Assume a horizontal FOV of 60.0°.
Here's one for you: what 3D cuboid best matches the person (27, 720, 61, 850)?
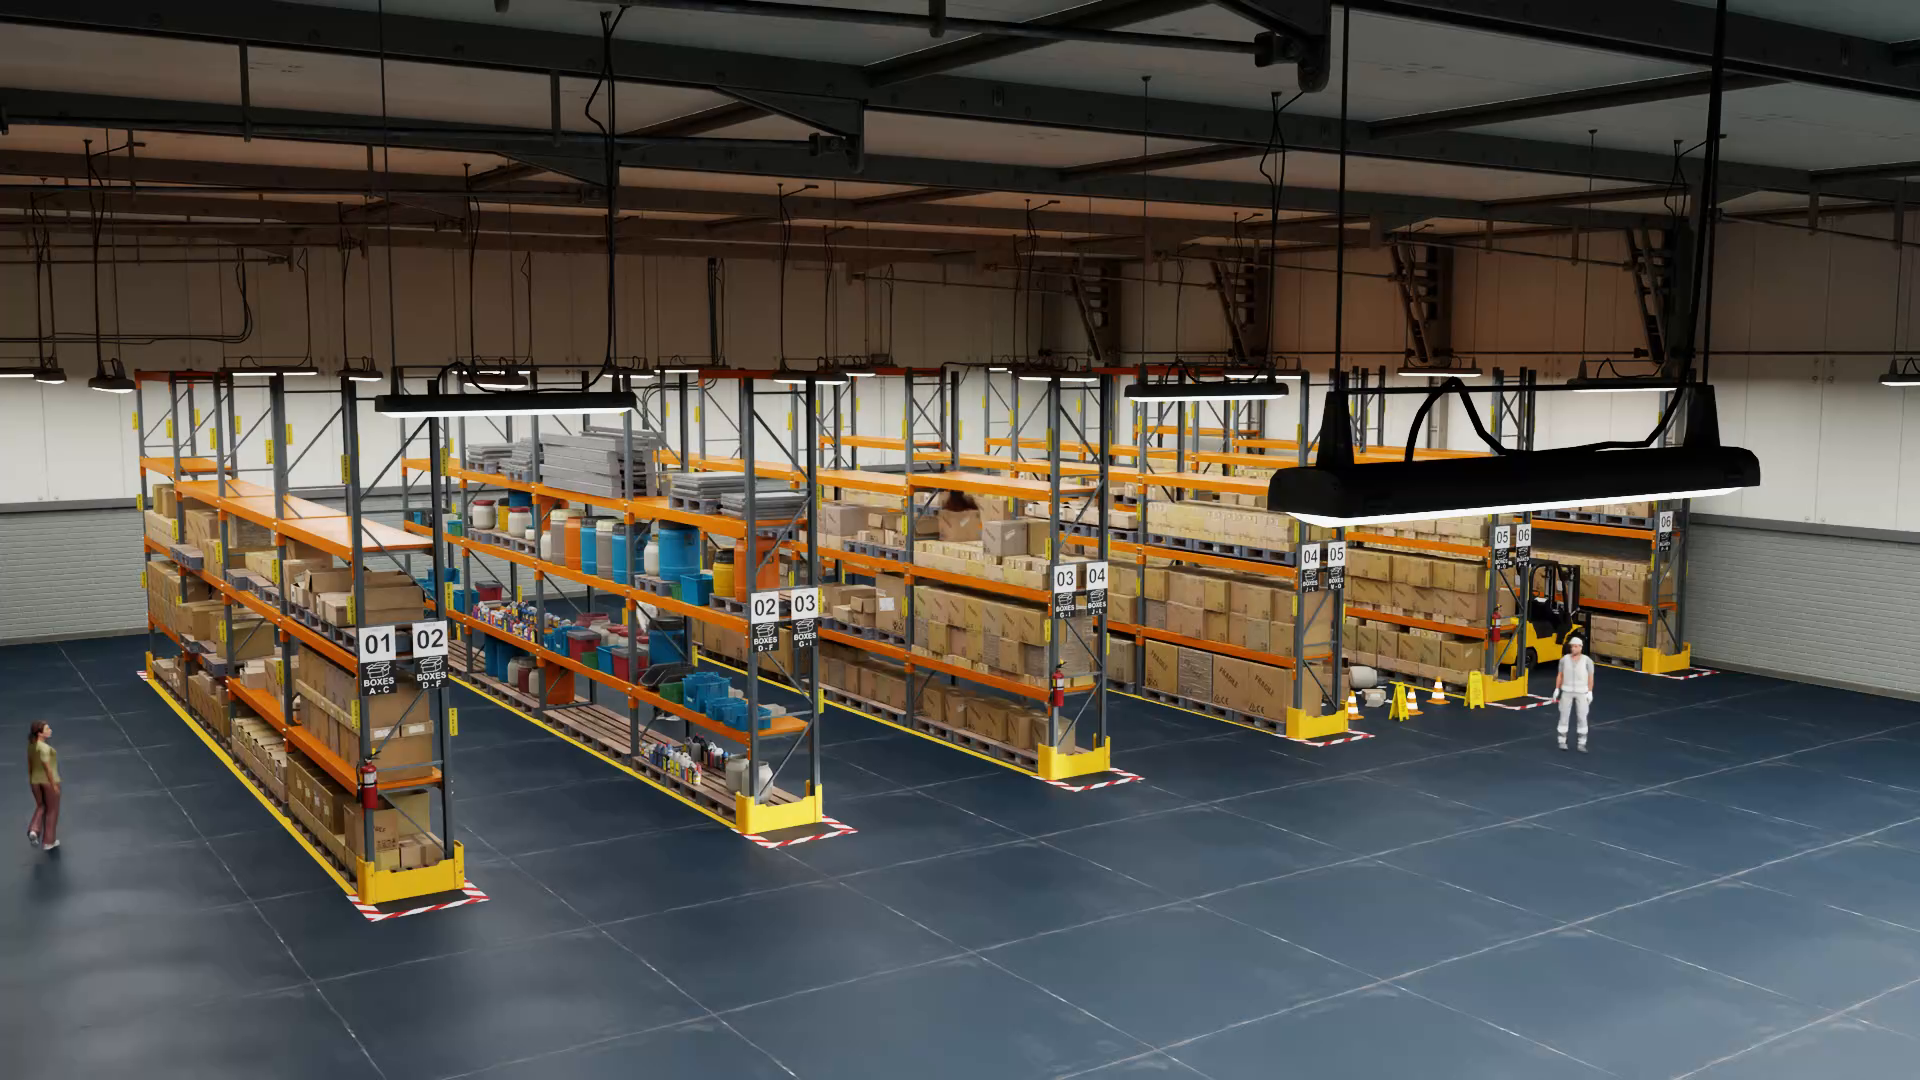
[{"bbox_3d":[-11.656,3.110,21.121,0.447,1.664,0.484,1,6,5],"label":"person"}]

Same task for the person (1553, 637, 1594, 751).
[{"bbox_3d":[9.771,2.443,26.503,0.597,1.795,0.392,2,7,20],"label":"person"}]

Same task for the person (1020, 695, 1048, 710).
[{"bbox_3d":[1.319,2.205,29.625,0.617,1.646,0.518,-1,7,-9],"label":"person"}]

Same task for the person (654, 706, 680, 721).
[{"bbox_3d":[-5.095,2.314,28.695,0.409,1.600,0.458,-4,8,-31],"label":"person"}]

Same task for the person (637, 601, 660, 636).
[{"bbox_3d":[-6.301,1.708,33.691,0.499,1.645,0.948,-4,8,-31],"label":"person"}]
